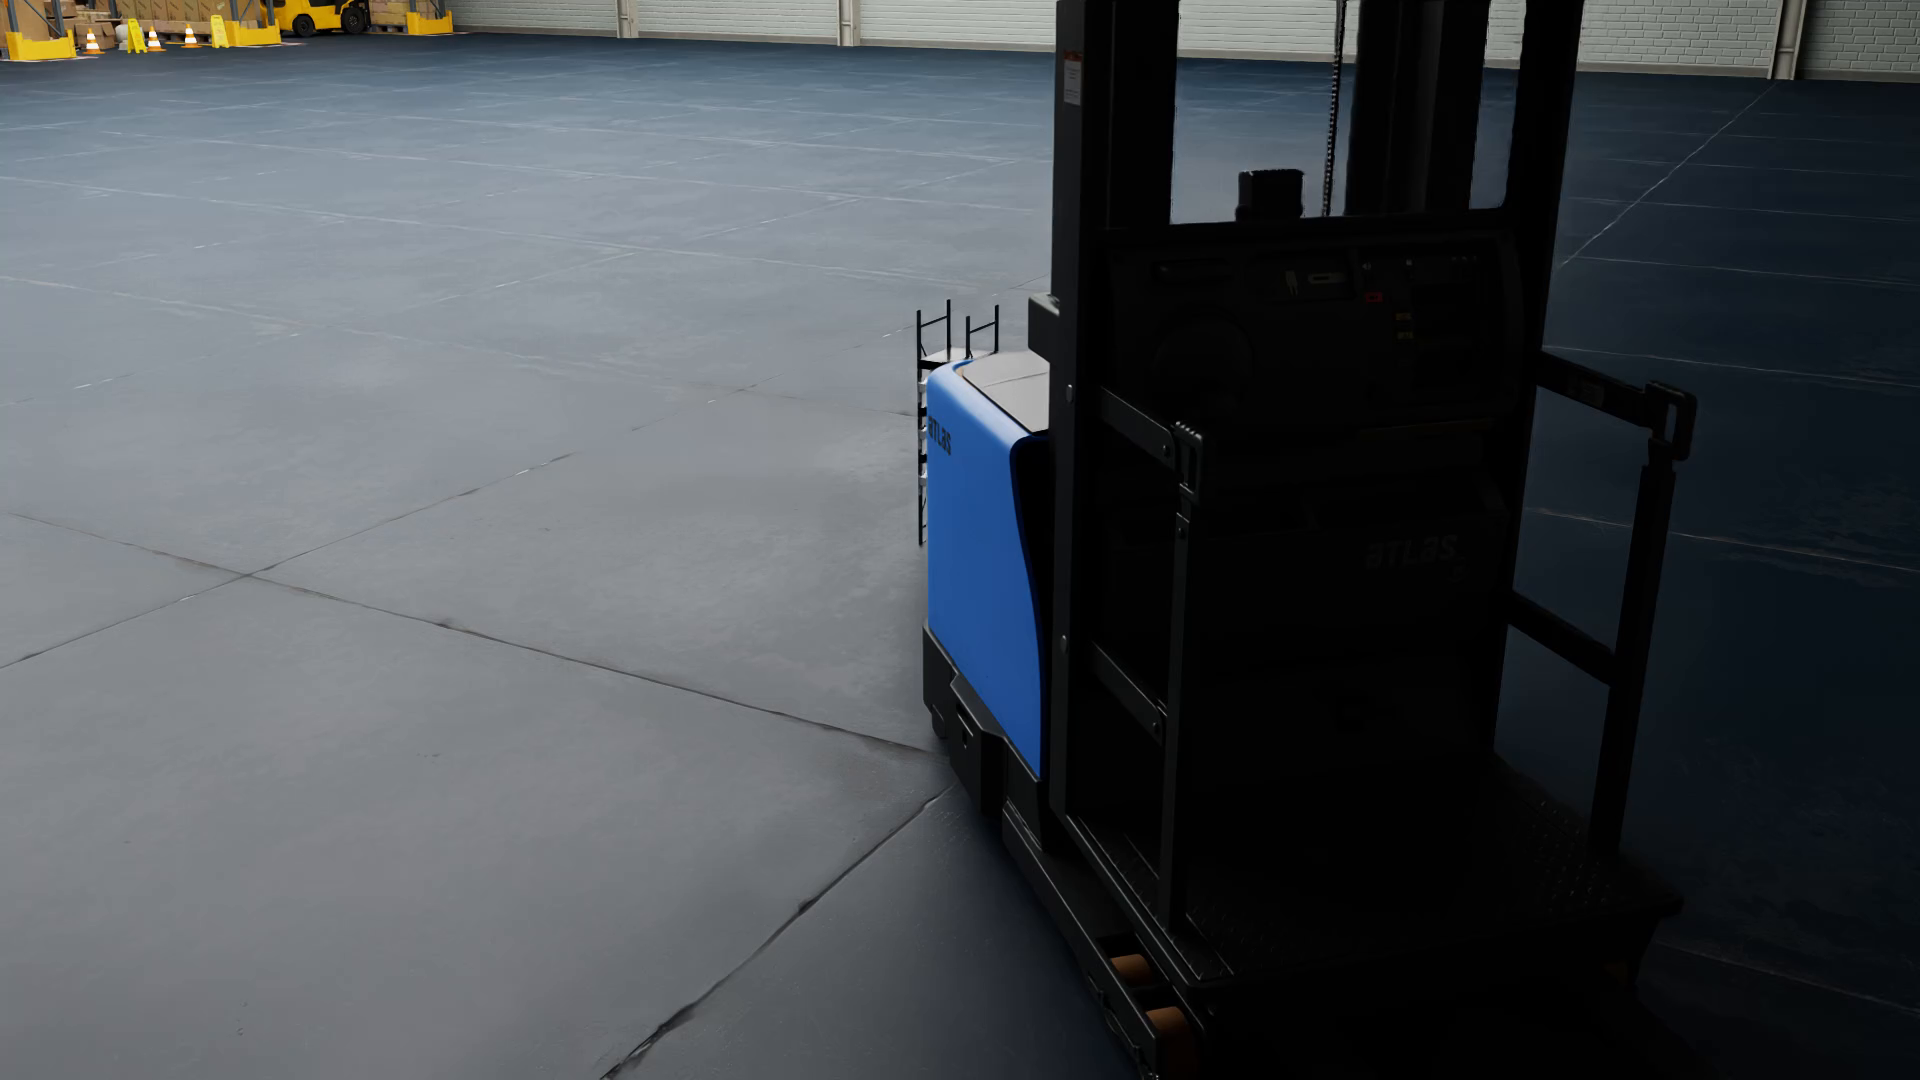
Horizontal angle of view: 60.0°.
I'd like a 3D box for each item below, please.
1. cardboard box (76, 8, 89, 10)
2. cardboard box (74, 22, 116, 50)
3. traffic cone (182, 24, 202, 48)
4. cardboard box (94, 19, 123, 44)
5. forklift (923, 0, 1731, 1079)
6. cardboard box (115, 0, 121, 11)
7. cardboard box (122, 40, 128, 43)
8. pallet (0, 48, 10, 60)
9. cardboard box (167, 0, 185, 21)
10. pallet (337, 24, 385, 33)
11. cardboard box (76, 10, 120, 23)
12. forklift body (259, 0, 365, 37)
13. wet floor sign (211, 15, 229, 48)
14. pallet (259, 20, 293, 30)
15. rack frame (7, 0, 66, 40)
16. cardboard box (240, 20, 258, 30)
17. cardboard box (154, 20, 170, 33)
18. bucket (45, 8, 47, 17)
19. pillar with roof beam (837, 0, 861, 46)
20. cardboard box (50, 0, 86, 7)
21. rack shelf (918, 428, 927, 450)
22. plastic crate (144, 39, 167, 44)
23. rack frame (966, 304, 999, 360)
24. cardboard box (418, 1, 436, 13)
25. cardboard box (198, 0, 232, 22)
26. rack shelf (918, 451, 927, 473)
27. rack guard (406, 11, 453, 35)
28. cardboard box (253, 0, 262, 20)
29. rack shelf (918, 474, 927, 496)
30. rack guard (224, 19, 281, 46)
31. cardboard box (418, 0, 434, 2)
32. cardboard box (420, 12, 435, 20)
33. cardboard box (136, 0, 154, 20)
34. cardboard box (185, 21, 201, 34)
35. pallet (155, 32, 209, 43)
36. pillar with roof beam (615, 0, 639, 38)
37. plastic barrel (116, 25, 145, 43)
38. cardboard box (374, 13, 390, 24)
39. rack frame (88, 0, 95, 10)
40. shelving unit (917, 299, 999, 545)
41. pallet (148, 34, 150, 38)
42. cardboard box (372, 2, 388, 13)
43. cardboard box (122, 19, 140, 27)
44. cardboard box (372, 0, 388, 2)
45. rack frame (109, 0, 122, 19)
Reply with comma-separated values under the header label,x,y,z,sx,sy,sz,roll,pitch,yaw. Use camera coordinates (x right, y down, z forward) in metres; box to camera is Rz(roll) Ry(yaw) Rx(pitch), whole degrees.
label,x,y,z,sx,sy,sz,roll,pitch,yaw
cardboard box,-23.766,-14.378,45.168,0.250,0.149,0.380,10,22,26
cardboard box,-17.845,-10.406,34.315,0.637,0.503,0.797,-4,20,-10
traffic cone,-16.082,-10.536,34.733,0.334,0.463,0.336,11,23,27
cardboard box,-18.297,-10.950,35.814,0.500,0.500,0.500,-7,21,-20
forklift,0.807,-0.426,3.242,1.130,2.935,3.031,-6,21,-16
cardboard box,-22.354,-14.305,44.451,0.500,0.500,0.500,10,22,27
cardboard box,-17.206,-10.318,34.591,0.380,0.149,0.250,-11,23,-29
pallet,-18.139,-9.350,31.831,1.213,0.211,1.003,11,23,27
cardboard box,-16.798,-11.526,36.058,0.500,0.500,0.500,10,22,26
pallet,-14.409,-12.527,40.590,1.213,0.211,1.003,11,23,27
cardboard box,-19.658,-11.874,37.938,0.625,0.372,0.950,12,23,31
forklift body,-15.205,-12.893,38.754,1.214,2.155,2.313,11,23,27
wet floor sign,-15.433,-10.585,34.598,0.267,0.644,0.232,-16,26,-38
pallet,-16.814,-12.985,41.853,1.213,0.211,1.003,11,23,27
rack frame,-17.403,-10.551,31.053,0.127,3.000,1.000,11,23,27
cardboard box,-15.647,-11.163,36.156,0.500,0.250,0.500,11,22,27
cardboard box,-17.250,-11.260,36.425,0.500,0.250,0.500,10,22,27
bucket,-19.652,-11.056,35.016,0.726,0.611,0.620,-16,16,-38
pillar with roof beam,-4.451,-13.447,30.239,0.400,9.000,9.100,11,23,27
cardboard box,-24.507,-14.747,45.670,0.500,0.500,0.700,10,22,25
rack shelf,-0.007,-0.393,6.227,0.200,0.077,0.258,11,23,27
plastic crate,-17.598,-10.829,36.101,0.583,0.080,0.402,3,20,9
rack frame,0.082,-0.407,6.169,0.006,0.900,0.240,11,23,27
cardboard box,-12.969,-12.800,39.936,0.500,0.250,0.500,11,23,28
cardboard box,-15.904,-11.355,35.585,0.500,0.500,0.500,11,23,28
rack shelf,-0.007,-0.308,6.257,0.200,0.077,0.258,11,23,27
rack guard,-12.639,-12.341,39.653,0.348,0.500,1.175,11,23,27
cardboard box,-17.286,-13.481,41.997,0.625,0.625,0.875,11,22,27
rack shelf,-0.007,-0.224,6.288,0.200,0.077,0.258,11,23,27
rack guard,-15.143,-10.879,35.623,0.348,0.500,1.175,11,23,27
cardboard box,-12.987,-13.031,39.840,0.500,0.250,0.500,10,22,26
cardboard box,-12.993,-12.565,40.021,0.500,0.250,0.500,11,23,28
cardboard box,-17.713,-11.700,36.538,0.500,0.500,0.500,12,23,29
cardboard box,-16.362,-11.089,35.953,0.500,0.250,0.500,11,23,27
pallet,-16.896,-11.092,36.634,1.213,0.211,1.003,11,23,27
pillar with roof beam,-9.689,-14.445,32.990,0.400,9.000,9.100,11,23,27
plastic barrel,-17.619,-10.723,35.306,0.512,0.421,0.421,-7,21,-20
cardboard box,-13.653,-12.494,39.827,0.500,0.250,0.500,11,23,27
rack frame,-23.136,-15.515,44.739,0.127,3.000,1.000,11,23,27
shelving unit,-0.007,-0.424,6.215,0.210,0.900,0.258,11,23,27
pallet,-19.250,-11.525,37.827,1.213,0.211,1.003,11,23,27
cardboard box,-13.670,-12.734,39.755,0.500,0.250,0.500,11,22,27
cardboard box,-18.186,-11.433,36.901,0.500,0.250,0.500,10,22,25
cardboard box,-13.662,-12.962,39.649,0.500,0.250,0.500,11,23,28
rack frame,-18.569,-12.707,36.996,0.127,3.000,1.000,11,23,27
